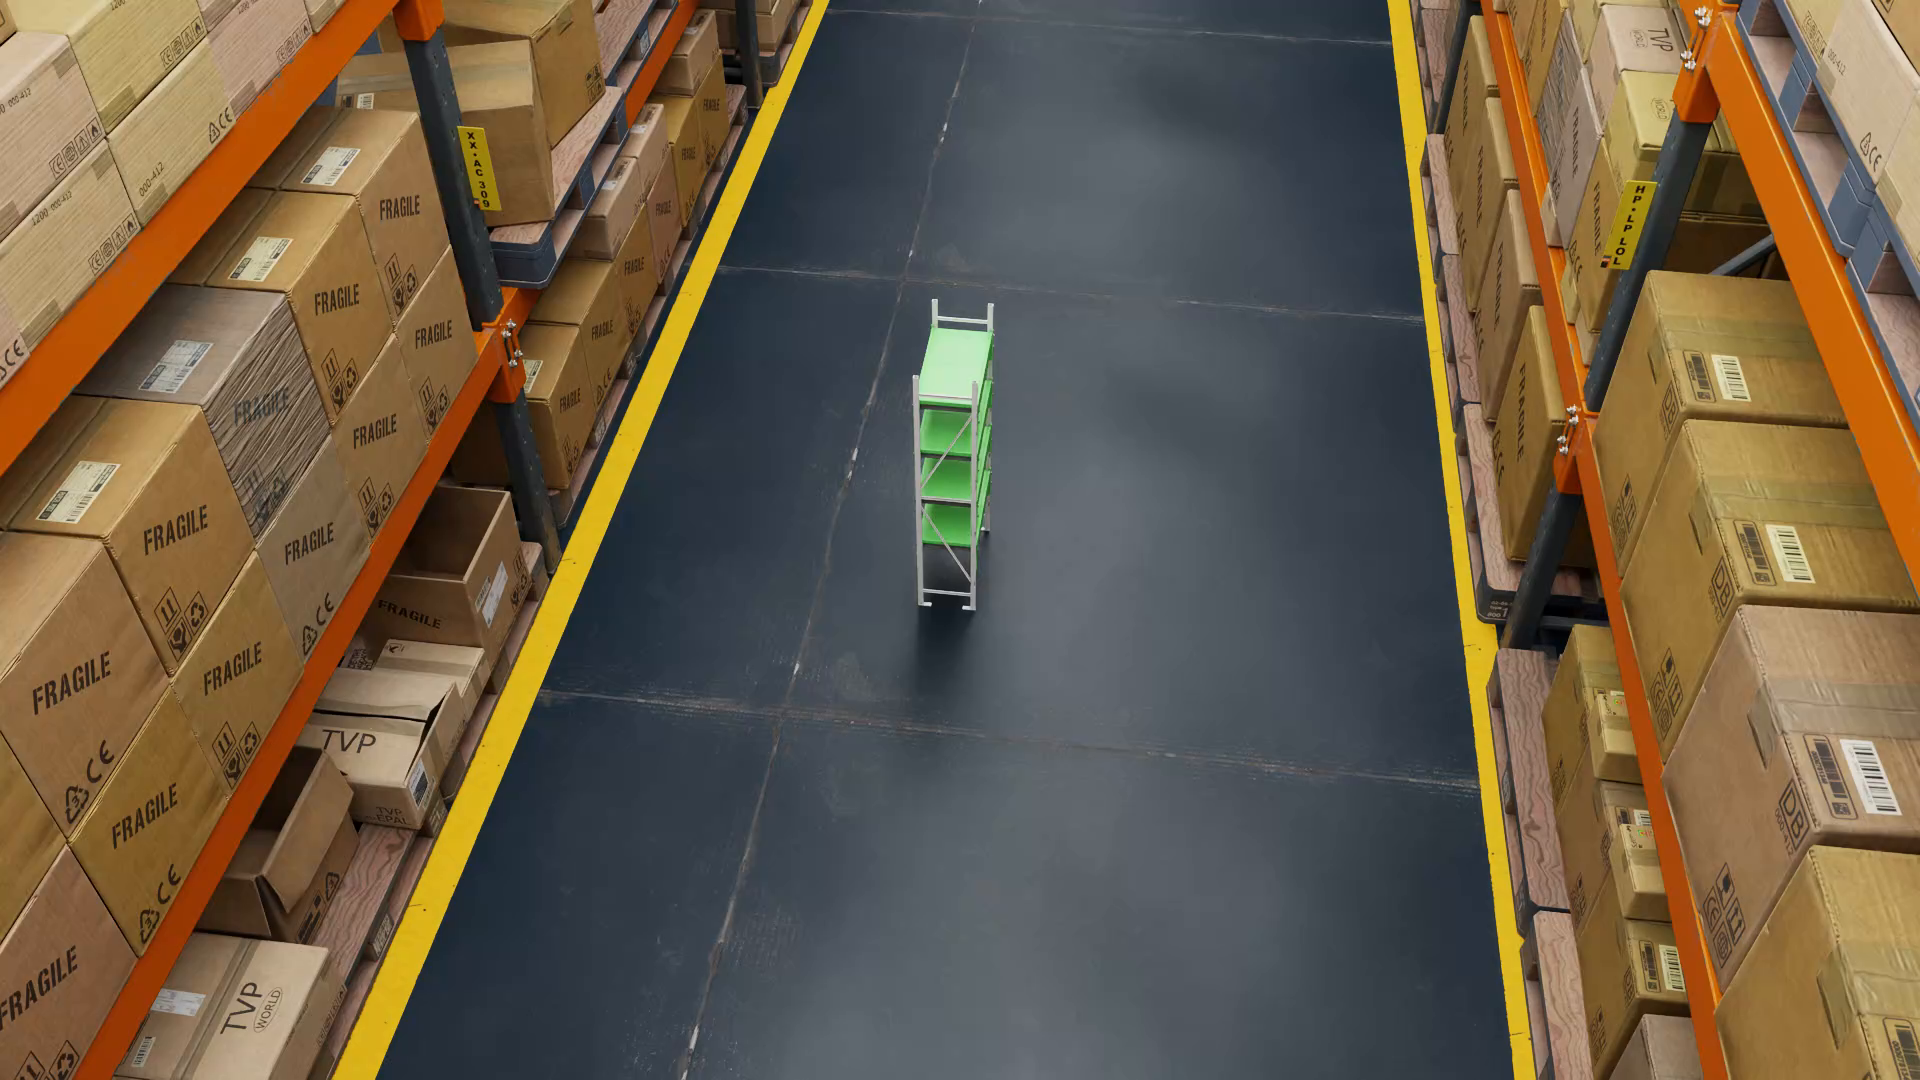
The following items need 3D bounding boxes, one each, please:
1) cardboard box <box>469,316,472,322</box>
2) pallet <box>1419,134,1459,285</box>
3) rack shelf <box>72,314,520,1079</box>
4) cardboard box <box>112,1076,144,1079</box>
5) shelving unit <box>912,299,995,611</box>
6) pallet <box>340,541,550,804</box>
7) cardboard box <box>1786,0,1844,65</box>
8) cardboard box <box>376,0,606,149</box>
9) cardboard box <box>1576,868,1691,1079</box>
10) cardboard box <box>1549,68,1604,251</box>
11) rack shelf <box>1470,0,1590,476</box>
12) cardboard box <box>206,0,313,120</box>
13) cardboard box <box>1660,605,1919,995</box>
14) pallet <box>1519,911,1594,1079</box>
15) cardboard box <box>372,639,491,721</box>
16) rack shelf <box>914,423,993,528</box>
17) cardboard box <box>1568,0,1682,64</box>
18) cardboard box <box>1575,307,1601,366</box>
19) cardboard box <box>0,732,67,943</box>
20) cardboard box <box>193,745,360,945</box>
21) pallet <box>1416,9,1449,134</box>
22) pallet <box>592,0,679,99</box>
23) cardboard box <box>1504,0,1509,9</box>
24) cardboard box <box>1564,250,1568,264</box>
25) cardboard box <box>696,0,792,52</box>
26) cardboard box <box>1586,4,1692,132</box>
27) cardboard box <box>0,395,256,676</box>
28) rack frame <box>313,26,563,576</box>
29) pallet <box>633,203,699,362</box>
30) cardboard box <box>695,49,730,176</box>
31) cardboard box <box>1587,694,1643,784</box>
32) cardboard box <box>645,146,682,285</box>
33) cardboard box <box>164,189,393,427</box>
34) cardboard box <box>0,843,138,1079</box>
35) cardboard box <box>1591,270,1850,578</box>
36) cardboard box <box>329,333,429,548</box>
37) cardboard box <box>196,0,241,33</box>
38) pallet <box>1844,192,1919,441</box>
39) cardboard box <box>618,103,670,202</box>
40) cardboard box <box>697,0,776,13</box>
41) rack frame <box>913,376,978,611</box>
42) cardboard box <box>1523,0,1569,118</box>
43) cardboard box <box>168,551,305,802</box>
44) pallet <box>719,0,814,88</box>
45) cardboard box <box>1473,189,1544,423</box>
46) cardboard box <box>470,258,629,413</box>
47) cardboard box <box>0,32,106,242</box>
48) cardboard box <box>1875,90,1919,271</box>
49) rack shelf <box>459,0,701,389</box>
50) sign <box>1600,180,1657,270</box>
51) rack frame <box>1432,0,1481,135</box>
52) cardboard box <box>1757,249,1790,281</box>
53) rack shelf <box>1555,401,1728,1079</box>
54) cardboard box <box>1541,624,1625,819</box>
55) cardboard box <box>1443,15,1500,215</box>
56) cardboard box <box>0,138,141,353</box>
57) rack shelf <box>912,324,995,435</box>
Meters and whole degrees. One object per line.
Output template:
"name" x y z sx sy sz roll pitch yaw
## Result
"cardboard box" -2.364 -0.974 7.596 0.500 0.500 0.500 5 44 6
"pallet" 3.042 -1.759 8.954 1.003 0.211 1.213 5 44 6
"rack shelf" -2.483 0.600 4.958 1.077 0.370 4.000 5 44 6
"cardboard box" -2.328 1.855 4.789 0.500 0.250 0.500 5 44 6
"shelving unit" -0.022 -0.323 6.718 0.258 1.200 0.503 5 44 6
"pallet" -2.311 0.457 6.614 1.003 0.211 1.213 5 44 6
"cardboard box" 2.339 -1.353 4.046 0.500 0.250 0.500 5 44 5
"cardboard box" -1.906 -1.990 6.791 0.700 0.500 0.500 12 45 12
"cardboard box" 2.352 1.371 5.133 0.700 0.500 0.500 6 44 6
"cardboard box" 2.561 -1.414 6.258 0.500 0.500 0.500 6 44 6
"rack shelf" 2.956 -1.678 7.364 1.077 0.370 4.000 5 44 6
"cardboard box" -2.096 -1.363 4.436 0.500 0.250 0.500 5 44 6
"cardboard box" 2.416 0.677 4.135 0.980 0.700 0.700 3 44 3
"pallet" 2.355 1.781 5.215 1.003 0.211 1.213 5 44 6
"cardboard box" -2.003 0.527 6.266 0.380 0.149 0.250 5 44 6
"rack shelf" -0.022 -0.276 6.762 0.258 0.148 0.480 5 44 6
"cardboard box" 2.645 -2.037 6.370 0.500 0.250 0.500 6 44 6
"cardboard box" 2.456 -0.748 6.027 0.380 0.149 0.250 6 44 6
"cardboard box" -2.366 0.667 3.564 0.500 0.500 0.500 6 44 6
"cardboard box" -2.462 1.004 5.504 0.797 0.503 0.637 5 44 6
"pallet" 3.325 -2.822 10.077 1.003 0.211 1.213 5 44 6
"pallet" -1.943 -2.354 7.695 1.003 0.211 1.213 5 44 6
"cardboard box" 2.824 -2.790 7.711 0.500 0.500 0.500 7 44 7
"cardboard box" 2.545 -1.095 6.393 0.380 0.149 0.250 7 44 7
"cardboard box" -1.330 -3.234 10.179 0.500 0.250 0.500 5 44 5
"cardboard box" 2.577 -1.689 6.003 0.500 0.250 0.500 6 44 6
"cardboard box" -2.229 -0.019 4.289 0.500 0.500 0.500 5 44 5
"rack frame" -2.219 -1.024 6.150 1.000 3.000 0.127 5 44 6
"pallet" -1.990 -1.403 8.578 1.003 0.211 1.213 5 44 6
"cardboard box" -1.581 -2.343 9.041 0.500 0.500 0.500 7 44 7
"cardboard box" 2.265 0.661 5.411 0.380 0.149 0.250 7 44 7
"cardboard box" -1.713 -1.632 8.290 0.500 0.500 0.500 4 44 4
"cardboard box" -2.094 -0.706 5.014 0.500 0.500 0.500 4 44 5
"cardboard box" -2.365 1.035 3.902 0.500 0.500 0.500 5 44 5
"cardboard box" 2.604 -0.317 5.185 0.980 0.700 0.700 6 44 6
"cardboard box" -2.097 -0.345 5.360 0.500 0.500 0.500 6 44 7
"cardboard box" -2.083 -1.544 4.262 0.500 0.250 0.500 5 44 6
"pallet" 2.410 -0.247 3.213 1.003 0.211 1.213 5 44 6
"cardboard box" -1.715 -1.879 8.006 0.500 0.250 0.500 4 44 5
"cardboard box" -1.330 -3.438 9.986 0.500 0.311 0.500 7 44 7
"rack frame" -0.054 -0.157 6.543 0.240 1.200 0.015 5 44 6
"cardboard box" 2.697 -2.096 6.979 0.500 0.500 0.500 6 44 7
"cardboard box" -2.228 0.353 4.623 0.500 0.500 0.500 6 44 6
"pallet" -1.543 -3.295 10.576 1.003 0.211 1.213 5 44 6
"cardboard box" 2.764 -1.009 7.392 0.750 0.750 0.750 6 44 7
"cardboard box" -1.854 -0.948 7.568 0.500 0.500 0.500 6 44 6
"cardboard box" -2.219 -0.862 3.543 0.500 0.250 0.500 5 44 6
"cardboard box" 2.197 -0.656 3.311 0.500 0.250 0.500 4 44 4
"rack shelf" -1.954 -2.126 7.837 1.077 0.370 4.000 5 44 6
"sign" 2.153 -1.011 5.351 0.100 0.325 0.005 5 44 6
"rack frame" 3.221 -3.302 8.556 1.000 3.000 0.127 5 44 6
"cardboard box" 3.002 -1.018 5.840 0.500 0.500 0.500 4 44 4
"rack shelf" 2.427 1.048 4.485 1.077 0.370 4.000 5 44 6
"cardboard box" 2.491 0.679 5.863 0.700 0.500 0.500 6 44 6
"cardboard box" 2.993 -2.185 8.634 0.750 0.750 0.750 5 44 5
"cardboard box" -2.225 -0.681 3.715 0.500 0.250 0.500 5 44 6
"rack shelf" -0.022 -0.625 6.432 0.258 0.148 0.480 5 44 6
